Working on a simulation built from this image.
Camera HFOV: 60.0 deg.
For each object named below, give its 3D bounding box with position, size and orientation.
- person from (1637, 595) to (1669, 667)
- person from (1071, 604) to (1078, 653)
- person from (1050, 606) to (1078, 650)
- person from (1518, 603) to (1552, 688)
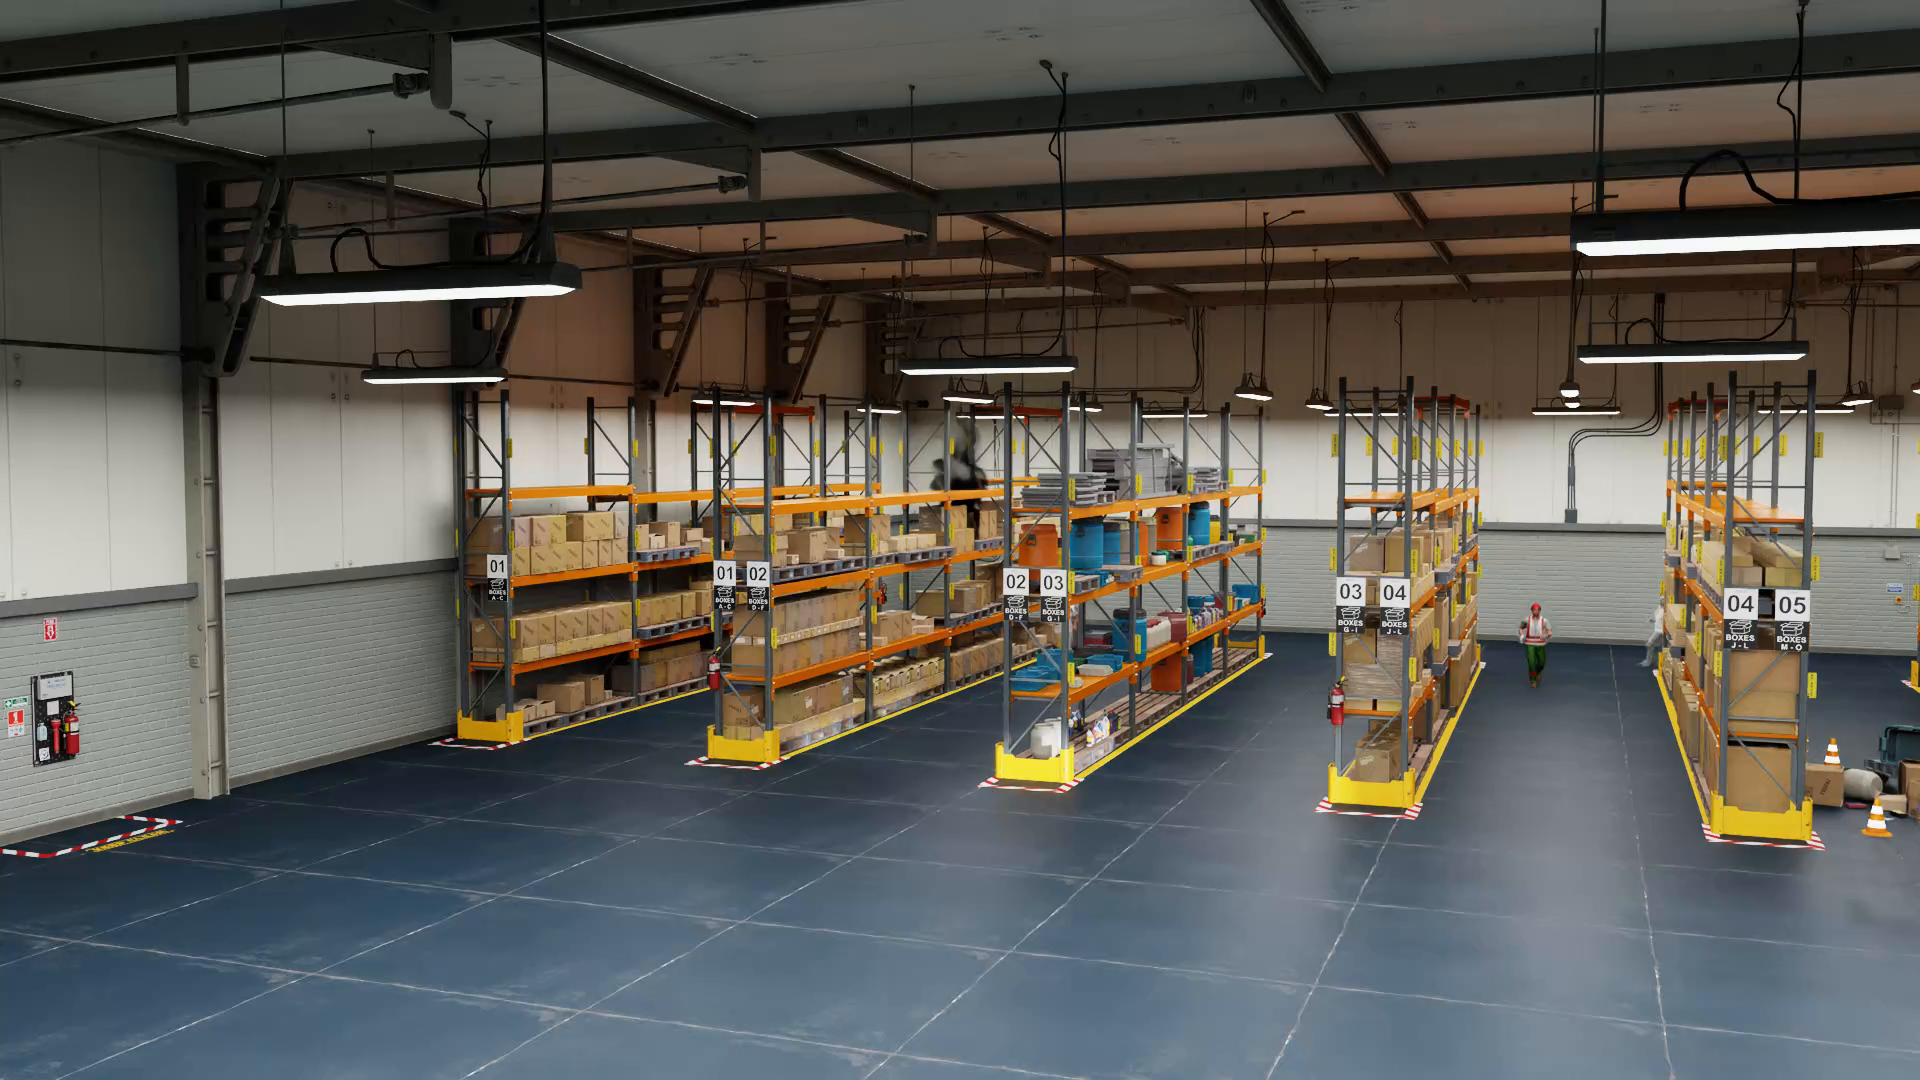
[{"bbox_3d":[15.943,2.057,37.981,0.884,1.724,0.821,2,4,31],"label":"person"},{"bbox_3d":[2.363,1.891,35.989,0.659,1.690,0.559,1,3,14],"label":"person"},{"bbox_3d":[2.172,1.972,34.738,0.608,1.685,0.829,0,3,6],"label":"person"},{"bbox_3d":[12.055,2.205,34.865,0.668,1.759,0.856,1,3,16],"label":"person"}]
